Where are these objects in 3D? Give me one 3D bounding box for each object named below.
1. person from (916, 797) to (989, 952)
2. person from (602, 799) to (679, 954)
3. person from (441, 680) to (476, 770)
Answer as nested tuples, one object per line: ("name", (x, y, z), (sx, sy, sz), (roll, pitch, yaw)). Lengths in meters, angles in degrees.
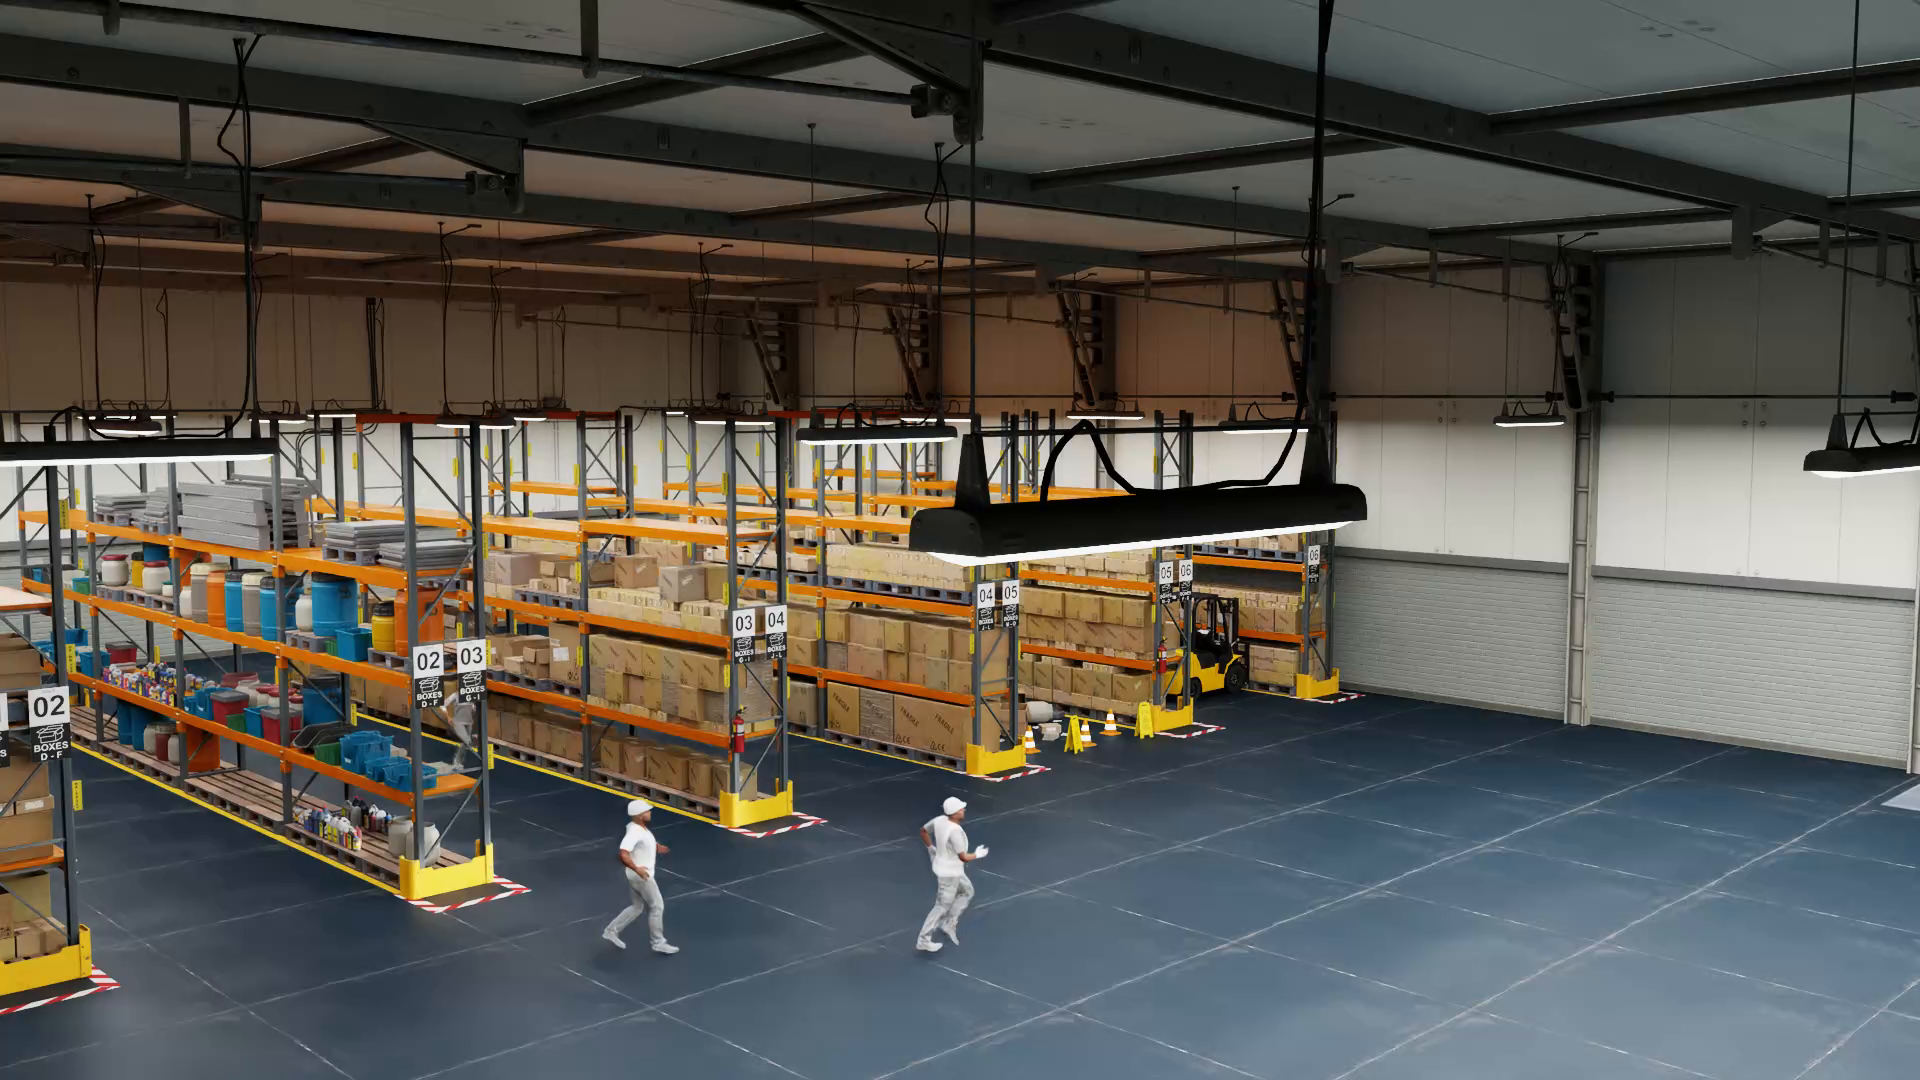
("person", (-0.112, 3.790, 18.969), (0.861, 1.762, 0.699), (-1, 5, -15))
("person", (-3.618, 3.806, 18.779), (0.852, 1.776, 0.688), (-1, 5, -17))
("person", (-8.337, 3.109, 27.883), (0.656, 1.586, 0.506), (3, 6, 35))
